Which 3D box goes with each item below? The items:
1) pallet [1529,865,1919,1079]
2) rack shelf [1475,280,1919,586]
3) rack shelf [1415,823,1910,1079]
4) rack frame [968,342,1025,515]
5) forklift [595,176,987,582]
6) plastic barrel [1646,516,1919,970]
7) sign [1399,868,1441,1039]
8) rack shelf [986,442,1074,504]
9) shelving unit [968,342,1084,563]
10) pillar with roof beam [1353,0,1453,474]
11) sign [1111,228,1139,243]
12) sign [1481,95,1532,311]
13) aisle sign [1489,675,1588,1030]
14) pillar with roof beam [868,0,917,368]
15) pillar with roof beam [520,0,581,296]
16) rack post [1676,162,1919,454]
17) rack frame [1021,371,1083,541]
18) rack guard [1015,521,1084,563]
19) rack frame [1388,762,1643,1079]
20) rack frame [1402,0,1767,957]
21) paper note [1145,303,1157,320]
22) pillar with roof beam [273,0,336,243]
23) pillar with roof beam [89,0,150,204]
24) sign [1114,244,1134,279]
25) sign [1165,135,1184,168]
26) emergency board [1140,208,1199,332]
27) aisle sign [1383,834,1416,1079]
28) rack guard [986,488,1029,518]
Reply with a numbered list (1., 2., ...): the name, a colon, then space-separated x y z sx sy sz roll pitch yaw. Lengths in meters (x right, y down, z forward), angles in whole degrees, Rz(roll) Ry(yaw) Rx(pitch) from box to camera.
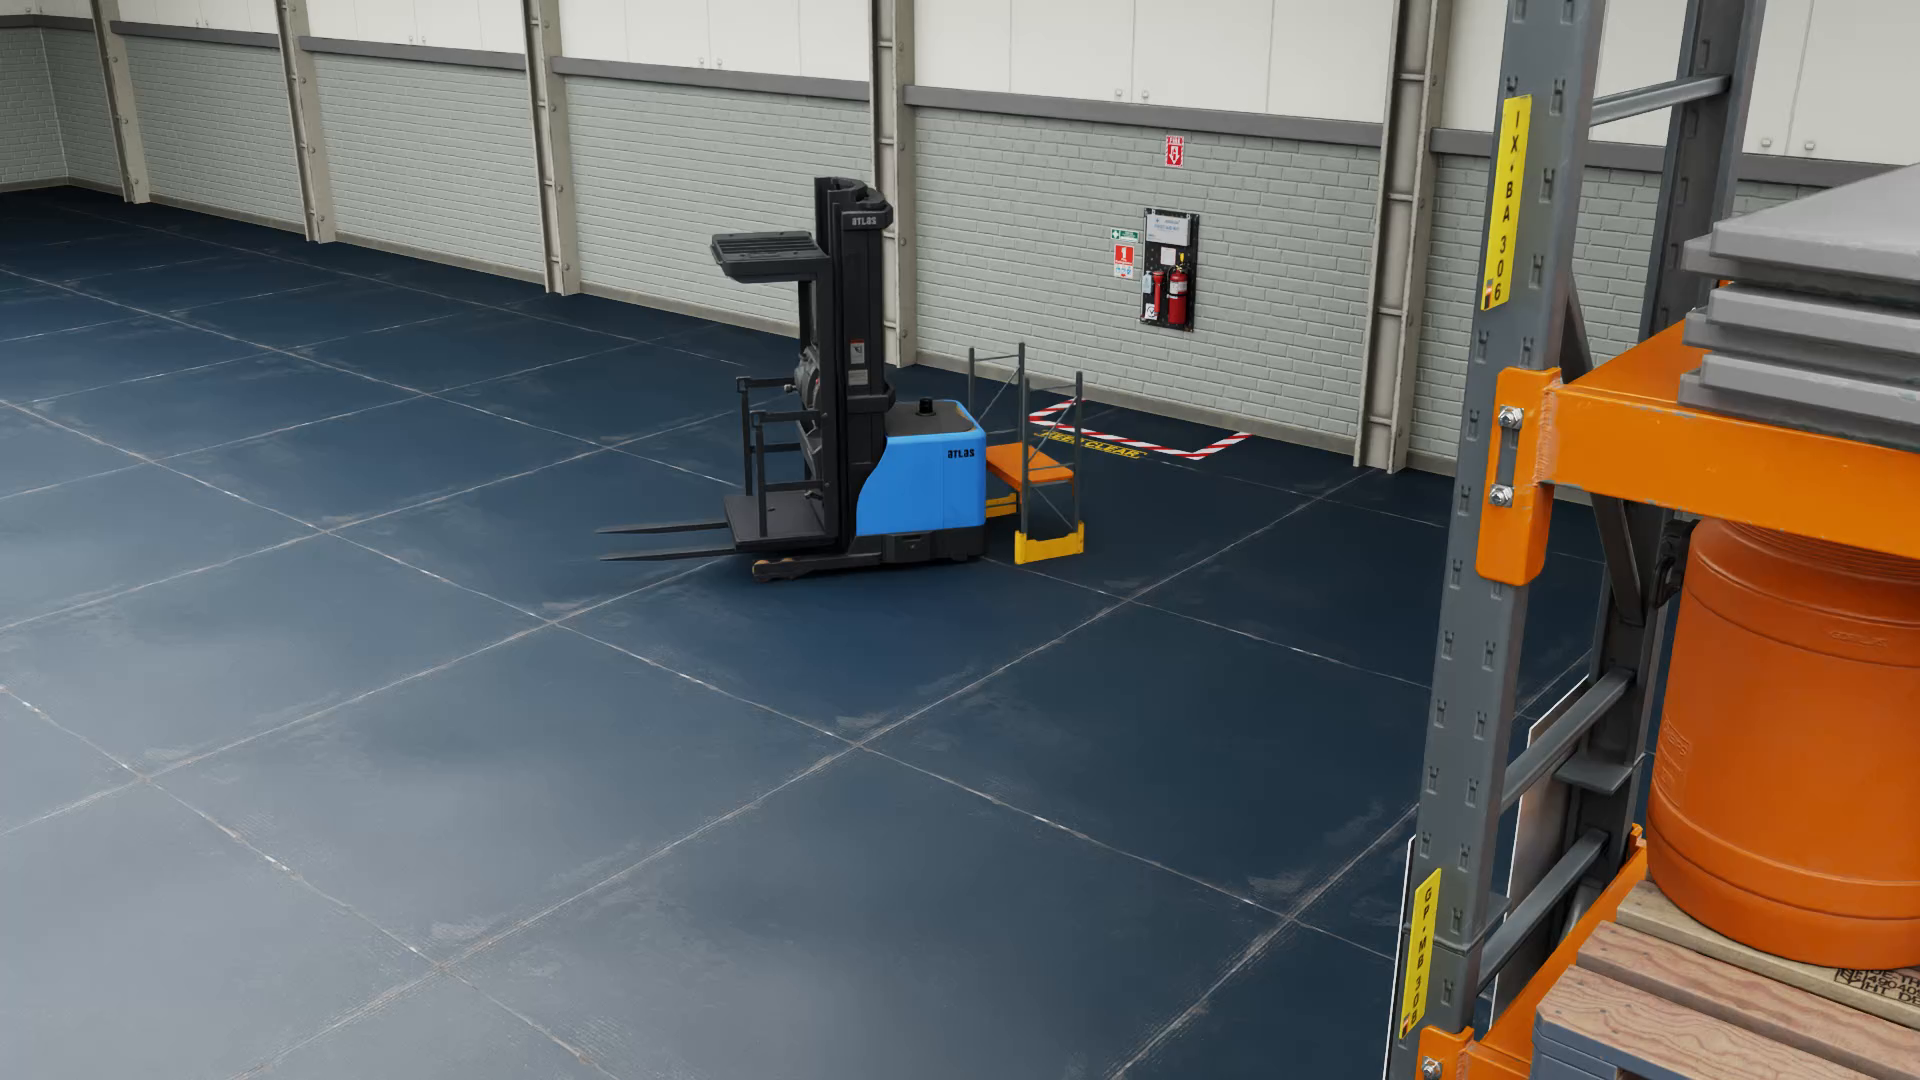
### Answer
1. pallet: 1.789 0.927 2.974 1.213 0.211 1.003 16 26 36
2. rack shelf: 2.759 0.194 1.986 4.000 0.370 1.077 16 26 36
3. rack shelf: 2.759 1.411 2.445 4.000 0.370 1.077 16 26 36
4. rack frame: 0.304 -0.896 13.920 0.500 1.500 0.032 -9 22 -22
5. forklift: -1.356 -1.253 12.836 3.031 2.935 1.130 -5 21 -12
6. plastic barrel: 1.667 0.304 3.156 0.708 0.830 0.600 16 26 36
7. sign: 0.859 0.773 3.103 0.005 0.325 0.100 16 26 36
8. rack shelf: 0.510 -0.564 13.548 0.538 0.185 1.000 -9 22 -22
9. shelving unit: 0.514 -0.730 13.477 0.587 1.500 1.083 -9 22 -22
10. pillar with roof beam: 1.193 -3.726 10.795 0.400 9.000 9.100 16 26 36
11. sign: 1.659 -3.070 16.757 0.331 0.109 0.001 16 26 36
12. sign: 0.859 -0.529 2.613 0.005 0.325 0.100 16 26 36
13. aisle sign: 1.342 0.718 3.830 0.004 0.787 0.394 16 26 36
14. pillar with roof beam: -3.456 -5.065 14.345 0.400 9.000 9.100 16 26 36
15. pillar with roof beam: -8.104 -6.403 17.895 0.400 9.000 9.100 16 26 36
16. rack post: 1.715 -0.338 2.521 0.937 0.300 0.954 -19 28 -41
17. rack frame: 0.717 -0.569 13.050 0.500 1.500 0.032 -9 22 -22
18. rack guard: 0.716 0.016 13.272 0.587 0.250 0.087 -9 22 -22
19. rack frame: 1.210 2.031 4.030 0.127 3.000 1.000 16 26 36
20. rack frame: 1.210 -0.776 2.972 0.127 3.000 1.000 16 26 36
21. paper note: 1.931 -2.304 16.775 0.142 0.148 0.016 16 26 36
22. pillar with roof beam: -12.752 -7.742 21.445 0.400 9.000 9.100 16 26 36
23. pillar with roof beam: -17.401 -9.081 24.994 0.400 9.000 9.100 16 26 36
24. sign: 1.661 -2.826 16.860 0.234 0.329 0.001 16 26 36
25. sign: 2.081 -3.771 16.132 0.199 0.298 0.001 16 26 36
26. emergency board: 2.024 -2.658 16.464 0.643 1.169 0.194 16 26 36
27. aisle sign: 0.969 0.879 3.402 0.004 0.787 0.394 16 26 36
28. rack guard: 0.312 -0.305 14.124 0.587 0.250 0.087 -9 22 -22
